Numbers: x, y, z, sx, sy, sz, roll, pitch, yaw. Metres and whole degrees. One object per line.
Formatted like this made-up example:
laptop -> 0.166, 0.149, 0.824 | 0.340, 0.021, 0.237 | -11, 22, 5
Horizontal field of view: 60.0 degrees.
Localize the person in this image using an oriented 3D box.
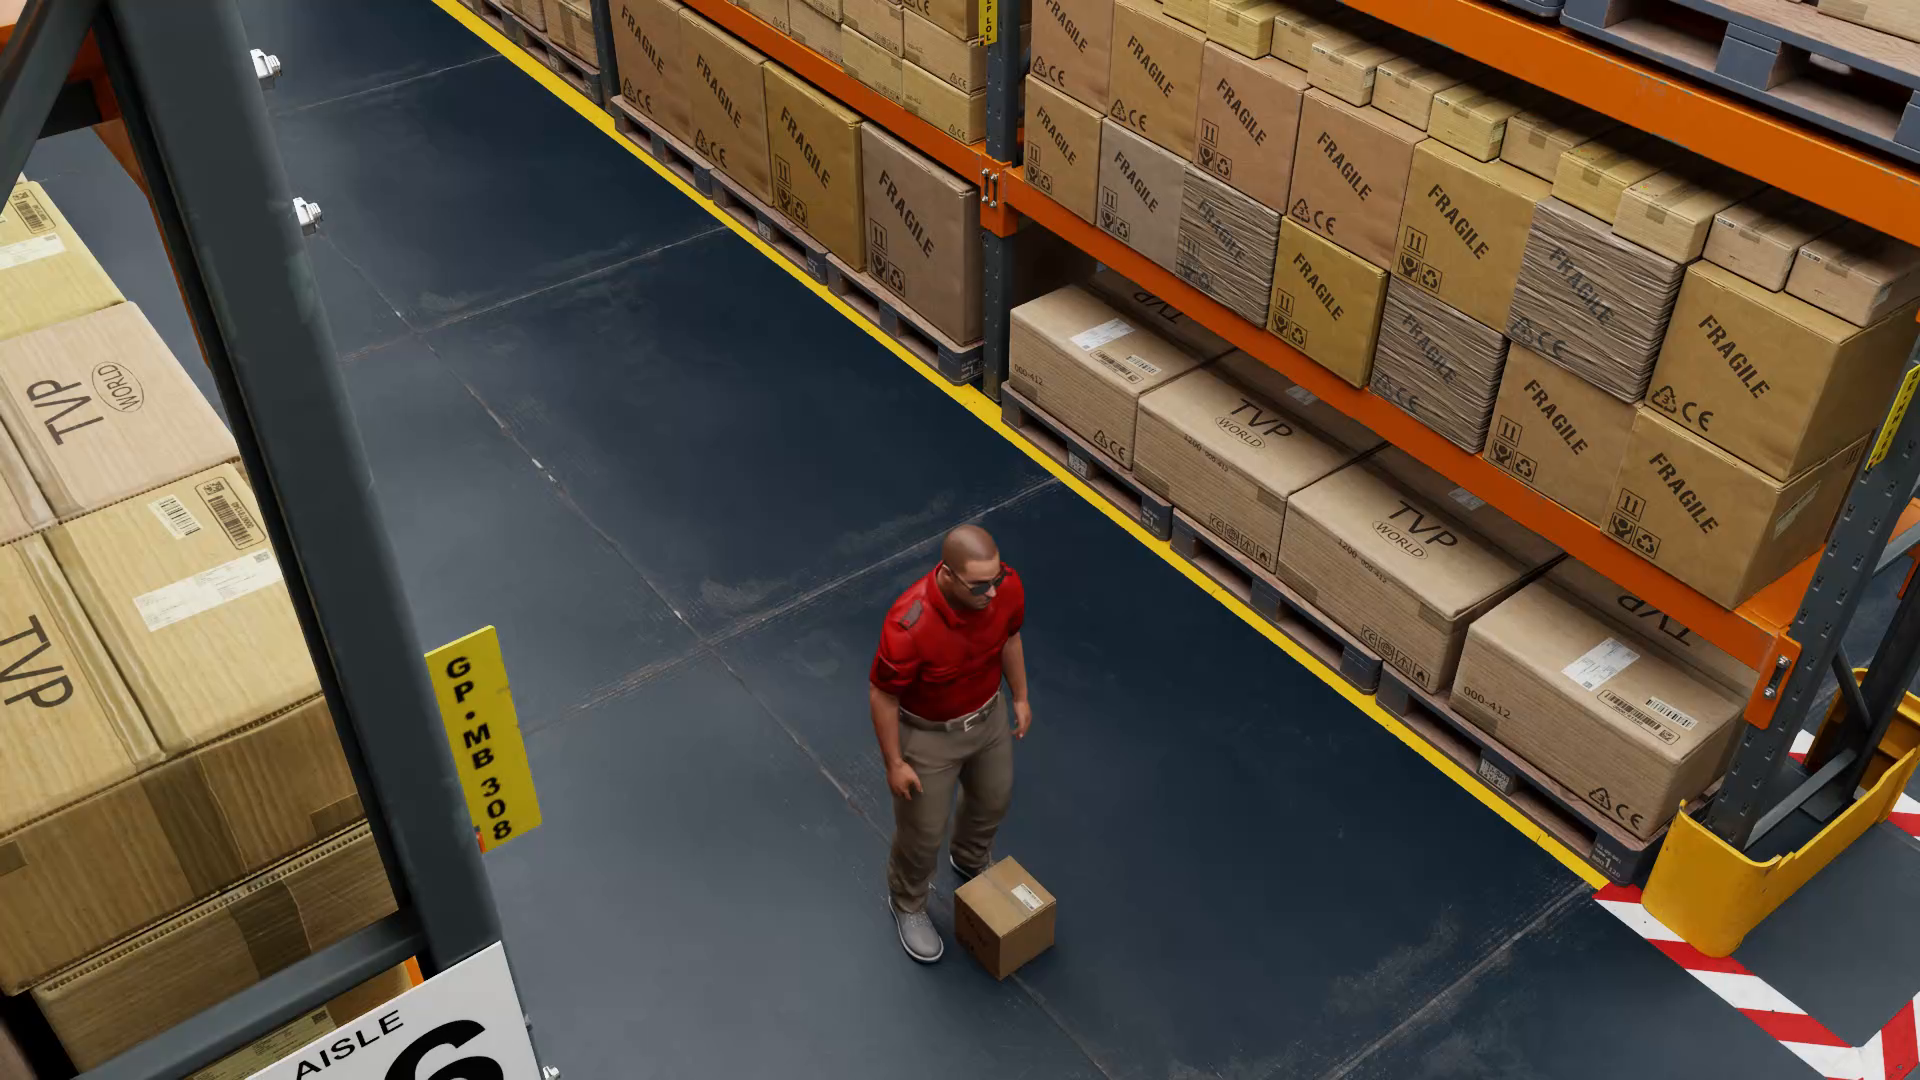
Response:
person -> -0.017, 0.618, 5.431 | 0.585, 1.727, 0.392 | -26, 47, -28
